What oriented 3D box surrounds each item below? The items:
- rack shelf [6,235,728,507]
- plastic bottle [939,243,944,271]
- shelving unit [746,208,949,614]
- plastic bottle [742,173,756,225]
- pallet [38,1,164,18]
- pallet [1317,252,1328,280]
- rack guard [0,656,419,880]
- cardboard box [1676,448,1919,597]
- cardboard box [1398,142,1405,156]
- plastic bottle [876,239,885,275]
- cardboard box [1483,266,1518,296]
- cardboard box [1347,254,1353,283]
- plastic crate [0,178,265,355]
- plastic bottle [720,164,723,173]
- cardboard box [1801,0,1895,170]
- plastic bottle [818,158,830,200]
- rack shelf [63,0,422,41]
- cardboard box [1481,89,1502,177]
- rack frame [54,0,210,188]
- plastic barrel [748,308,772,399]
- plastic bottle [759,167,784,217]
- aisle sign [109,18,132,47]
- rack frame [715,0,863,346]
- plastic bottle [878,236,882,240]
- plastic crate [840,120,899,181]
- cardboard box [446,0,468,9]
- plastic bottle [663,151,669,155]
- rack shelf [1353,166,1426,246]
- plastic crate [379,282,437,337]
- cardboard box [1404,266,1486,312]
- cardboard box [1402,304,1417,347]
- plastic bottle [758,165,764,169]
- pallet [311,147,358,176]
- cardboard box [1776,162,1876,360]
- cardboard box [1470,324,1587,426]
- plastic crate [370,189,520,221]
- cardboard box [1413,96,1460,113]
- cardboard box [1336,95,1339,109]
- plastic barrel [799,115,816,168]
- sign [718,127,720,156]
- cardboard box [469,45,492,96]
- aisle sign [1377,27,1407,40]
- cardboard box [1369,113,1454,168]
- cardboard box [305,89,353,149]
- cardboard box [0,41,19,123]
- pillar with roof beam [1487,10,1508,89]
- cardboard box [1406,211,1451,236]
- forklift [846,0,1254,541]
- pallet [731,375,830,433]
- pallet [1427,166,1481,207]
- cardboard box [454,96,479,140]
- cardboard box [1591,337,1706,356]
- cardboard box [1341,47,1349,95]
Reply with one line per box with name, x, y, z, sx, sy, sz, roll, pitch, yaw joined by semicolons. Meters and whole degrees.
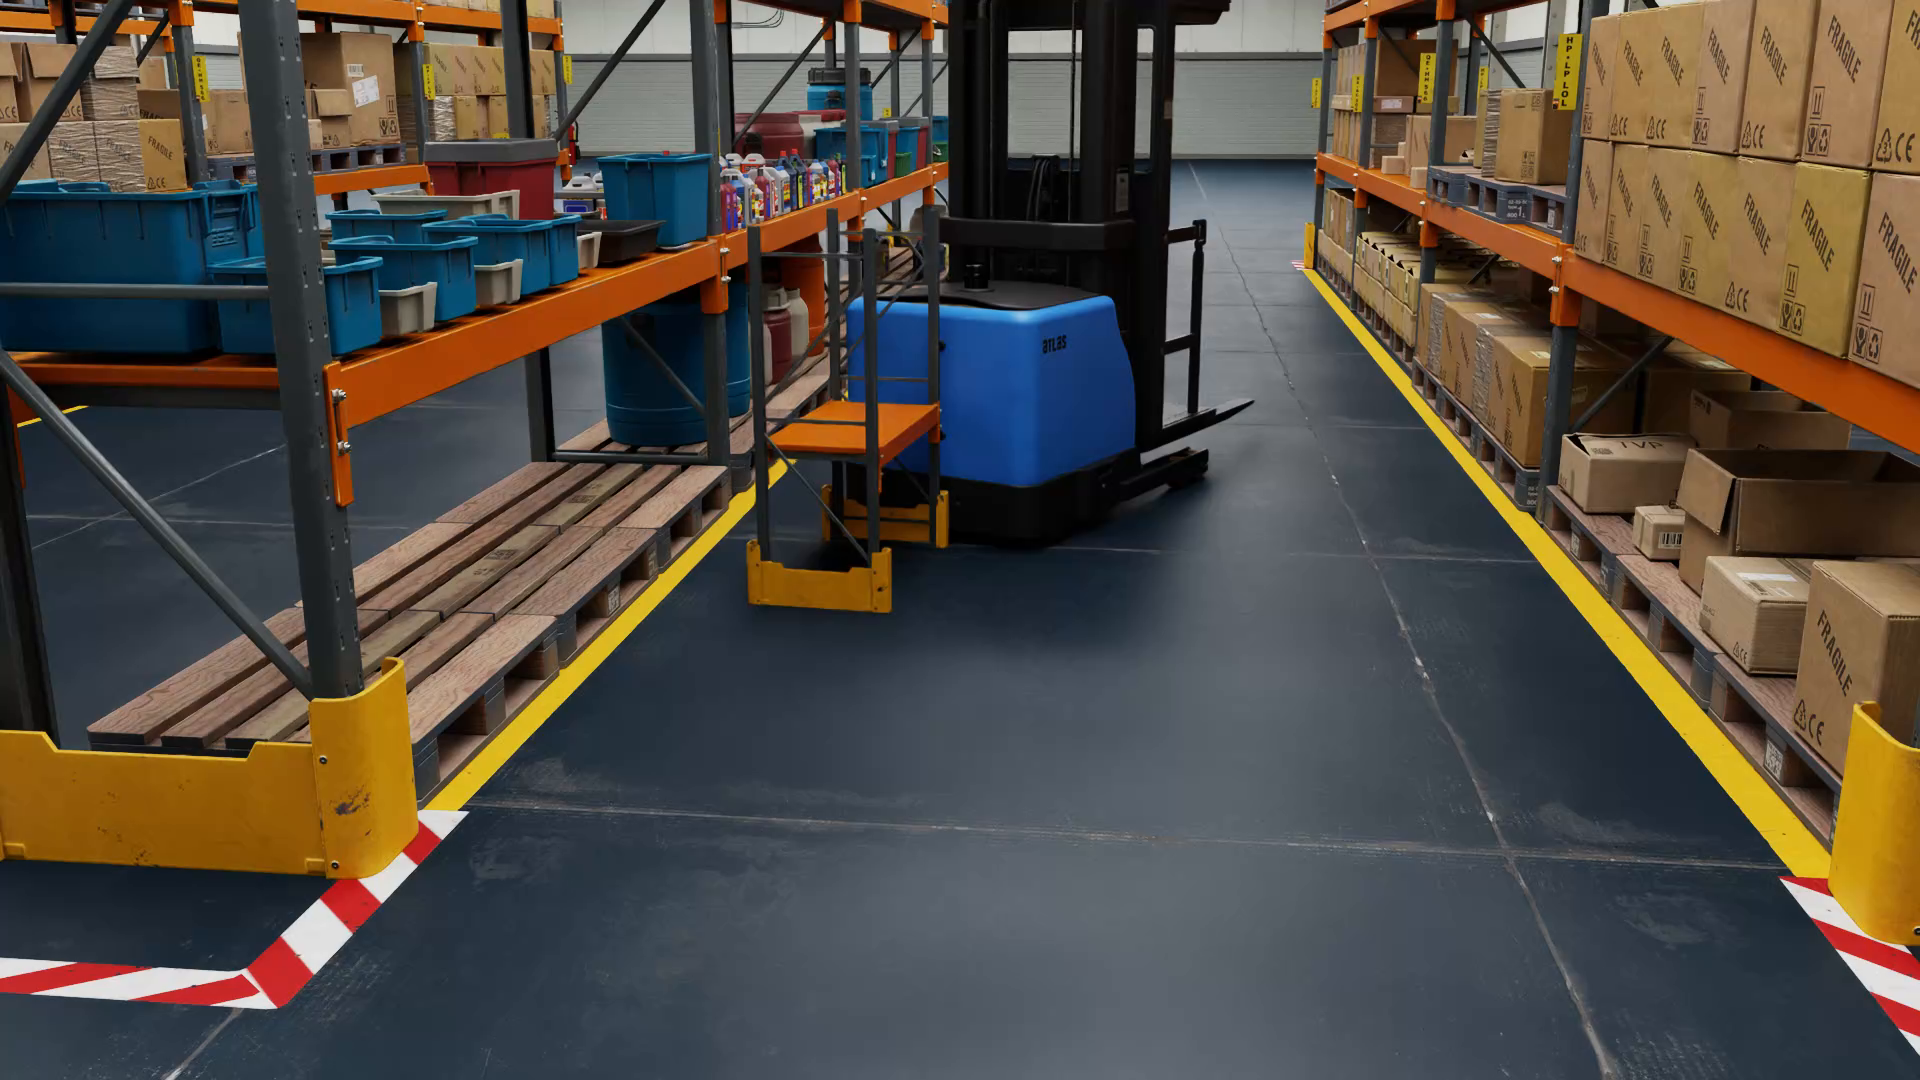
rack shelf;-1.887;-0.794;6.230;1.077;0.370;4.000;2;15;6
plastic bottle;-0.234;-2.914;16.926;0.144;0.351;0.185;1;15;4
shelving unit;-0.452;-0.585;6.951;0.587;1.500;1.083;3;15;12
plastic bottle;-1.149;-1.831;8.933;0.097;0.271;0.097;0;15;0
pallet;-10.218;-6.303;19.648;1.003;0.211;1.213;2;15;6
pallet;4.570;-3.080;18.647;1.003;0.211;1.213;2;15;6
rack guard;-2.102;0.591;4.519;1.175;0.500;0.348;2;15;6
cardboard box;3.053;-0.033;5.977;0.797;0.503;0.637;2;15;6
cardboard box;4.151;-3.386;14.727;0.500;0.250;0.500;3;15;10
plastic bottle;-0.829;-2.840;16.649;0.144;0.351;0.185;2;15;6
cardboard box;4.063;-1.824;12.049;0.500;0.311;0.500;2;15;8
cardboard box;3.998;-2.590;15.957;0.500;0.250;0.500;2;15;6
plastic crate;-2.260;-0.761;4.546;0.616;0.435;0.499;2;15;6
plastic bottle;-1.612;-2.381;10.969;0.097;0.271;0.097;0;15;0
cardboard box;2.642;-1.261;4.472;0.500;0.500;0.500;2;15;8
plastic bottle;-0.911;-2.378;10.956;0.097;0.271;0.097;0;15;0
rack shelf;-5.905;-4.463;14.051;1.077;0.370;4.000;2;15;6
cardboard box;3.460;-2.403;9.807;0.700;0.500;0.500;5;16;17
rack frame;-6.131;-2.843;12.430;1.000;3.000;0.127;2;15;6
plastic barrel;-1.350;-1.130;10.055;0.421;0.512;0.421;0;15;0
plastic bottle;-1.100;-2.009;9.583;0.152;0.276;0.135;2;15;6
aisle sign;-10.435;-6.373;20.502;0.394;0.787;0.004;2;15;6
rack frame;-1.210;-2.697;11.891;1.000;3.000;0.127;2;15;6
plastic bottle;-0.860;-3.118;17.829;0.097;0.271;0.097;0;15;0
plastic crate;-0.723;-3.138;13.399;0.402;0.464;0.583;2;15;6
cardboard box;-5.320;-5.503;16.807;0.500;0.250;0.500;2;15;6
plastic bottle;-1.758;-2.170;10.034;0.144;0.351;0.185;2;15;6
rack shelf;3.937;-2.722;13.360;1.077;0.370;4.000;2;15;6
plastic crate;-1.639;-0.659;4.744;0.250;0.136;0.298;2;15;6
cardboard box;3.526;-1.840;12.108;0.500;0.311;0.500;2;15;8
cardboard box;3.529;-1.569;12.183;0.500;0.250;0.500;2;15;8
plastic bottle;-1.181;-2.091;9.895;0.097;0.271;0.097;0;15;0
pallet;-5.948;-3.265;14.358;1.003;0.211;1.213;2;15;6
cardboard box;2.644;-0.783;4.618;0.500;0.500;0.500;2;15;7
cardboard box;3.152;-0.913;9.238;0.500;0.500;0.500;2;15;7
plastic crate;-2.016;-1.241;6.617;0.437;0.282;0.530;2;15;6
cardboard box;4.386;-4.013;15.323;0.380;0.149;0.250;2;15;6
cardboard box;4.300;-4.758;18.078;0.380;0.149;0.250;2;15;6
plastic barrel;-1.306;-3.024;12.886;0.421;0.512;0.421;0;15;0
sign;-1.757;-2.790;11.923;0.100;0.325;0.005;2;15;6
cardboard box;-5.264;-4.924;17.448;0.500;0.500;0.500;2;15;6
aisle sign;4.914;-5.889;18.713;0.394;0.787;0.004;2;15;6
cardboard box;4.207;-3.751;15.597;0.700;0.500;0.500;1;15;5
cardboard box;-5.783;-3.681;14.526;0.797;0.503;0.637;3;15;12
cardboard box;-6.375;-2.843;10.318;0.797;0.503;0.637;2;15;8
pillar with roof beam;8.748;-13.521;40.425;9.100;9.000;0.400;2;15;6
cardboard box;4.526;-2.936;15.801;0.500;0.500;0.500;2;15;6
forklift;0.666;-1.746;8.504;1.130;2.935;3.031;9;18;31
pallet;-1.397;-0.830;10.327;1.003;0.211;1.213;2;15;6
pallet;3.705;-2.280;10.715;1.213;0.211;1.003;2;15;6
cardboard box;-5.476;-4.316;17.116;0.875;0.500;0.500;2;15;6
cardboard box;3.606;-0.776;8.730;0.500;0.500;0.500;2;15;7
cardboard box;4.489;-5.029;17.836;0.700;0.500;0.500;1;15;5
